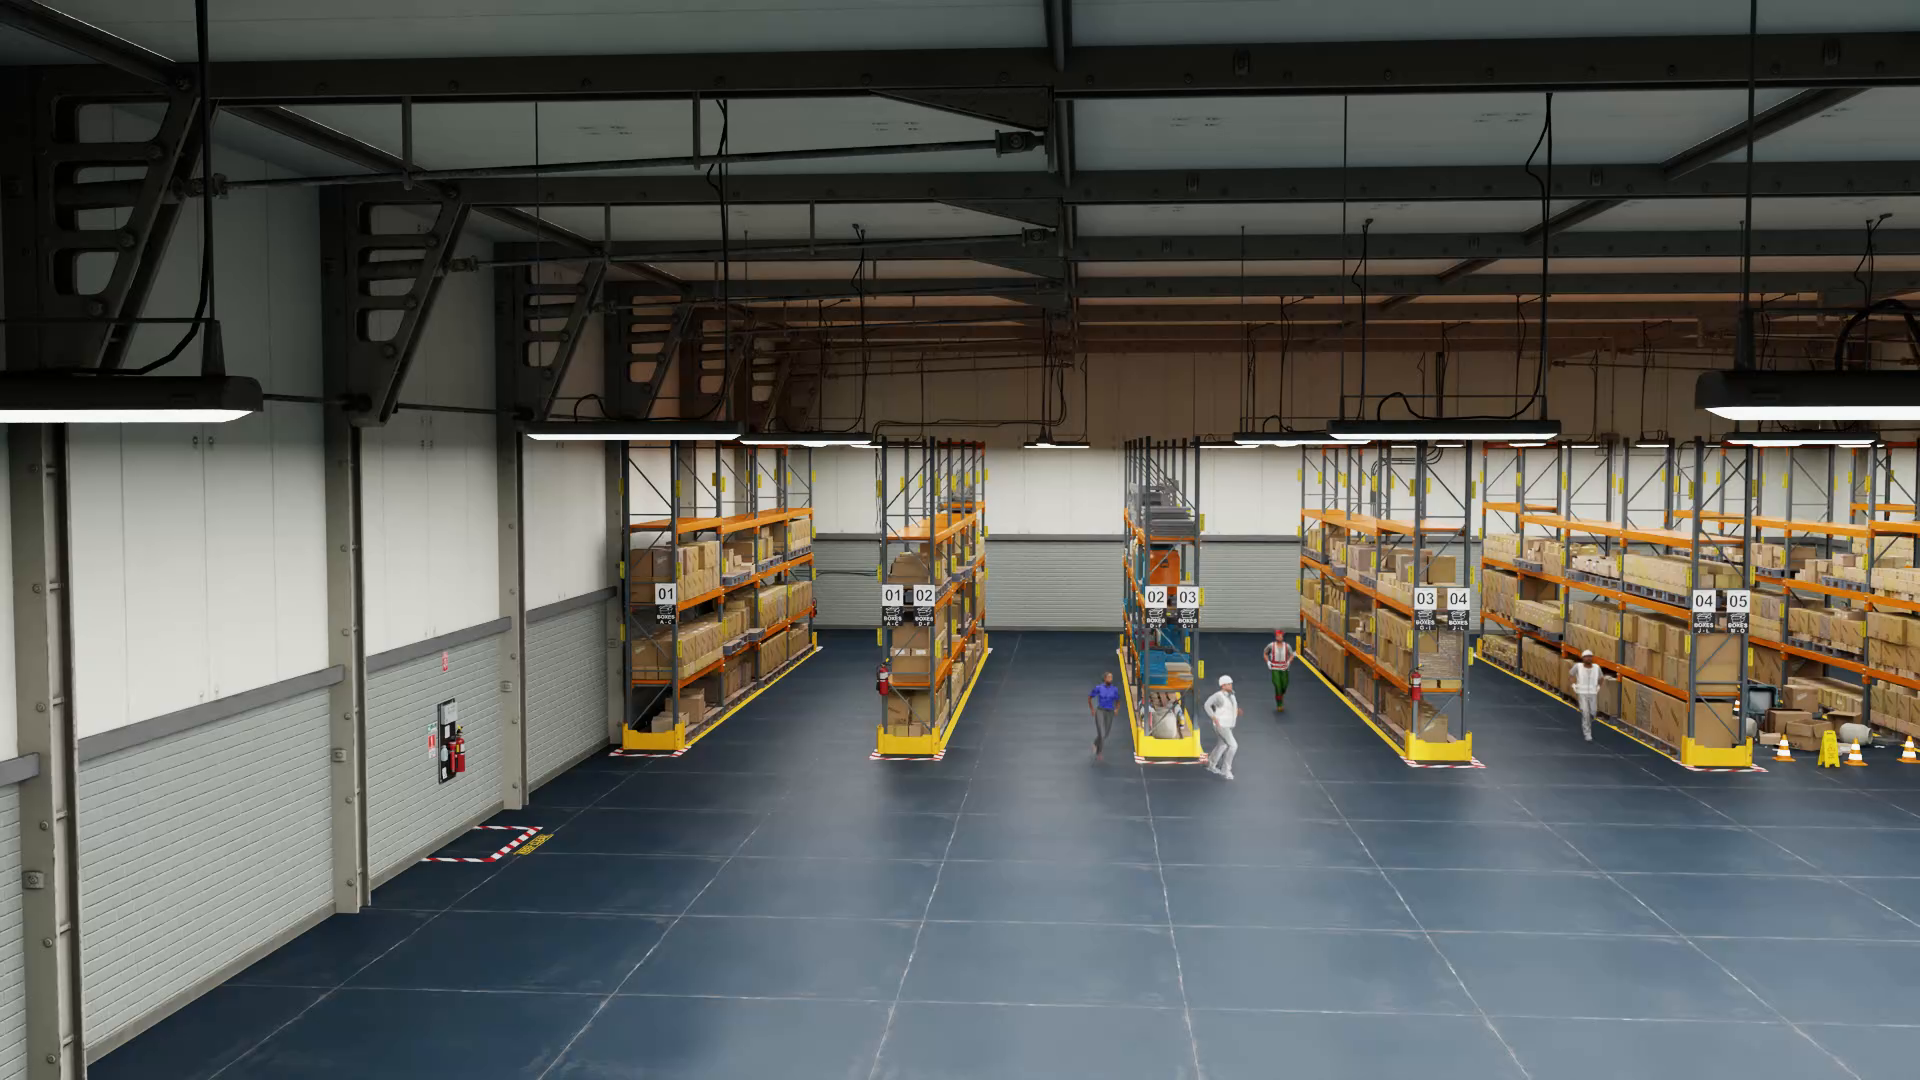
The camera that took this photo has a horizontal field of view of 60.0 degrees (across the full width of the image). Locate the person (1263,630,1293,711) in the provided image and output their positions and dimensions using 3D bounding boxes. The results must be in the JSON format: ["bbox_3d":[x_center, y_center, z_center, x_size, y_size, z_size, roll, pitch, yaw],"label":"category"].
[{"bbox_3d":[7.056,2.873,36.841,0.669,1.768,0.742,0,3,1],"label":"person"}]

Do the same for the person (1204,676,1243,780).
[{"bbox_3d":[4.622,3.279,29.144,0.732,1.814,0.645,2,4,39],"label":"person"}]

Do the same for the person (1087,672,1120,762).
[{"bbox_3d":[2.691,3.272,30.983,0.616,1.629,0.659,-1,3,-16],"label":"person"}]

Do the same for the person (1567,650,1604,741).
[{"bbox_3d":[12.479,3.068,33.135,0.688,1.770,0.798,0,3,7],"label":"person"}]
